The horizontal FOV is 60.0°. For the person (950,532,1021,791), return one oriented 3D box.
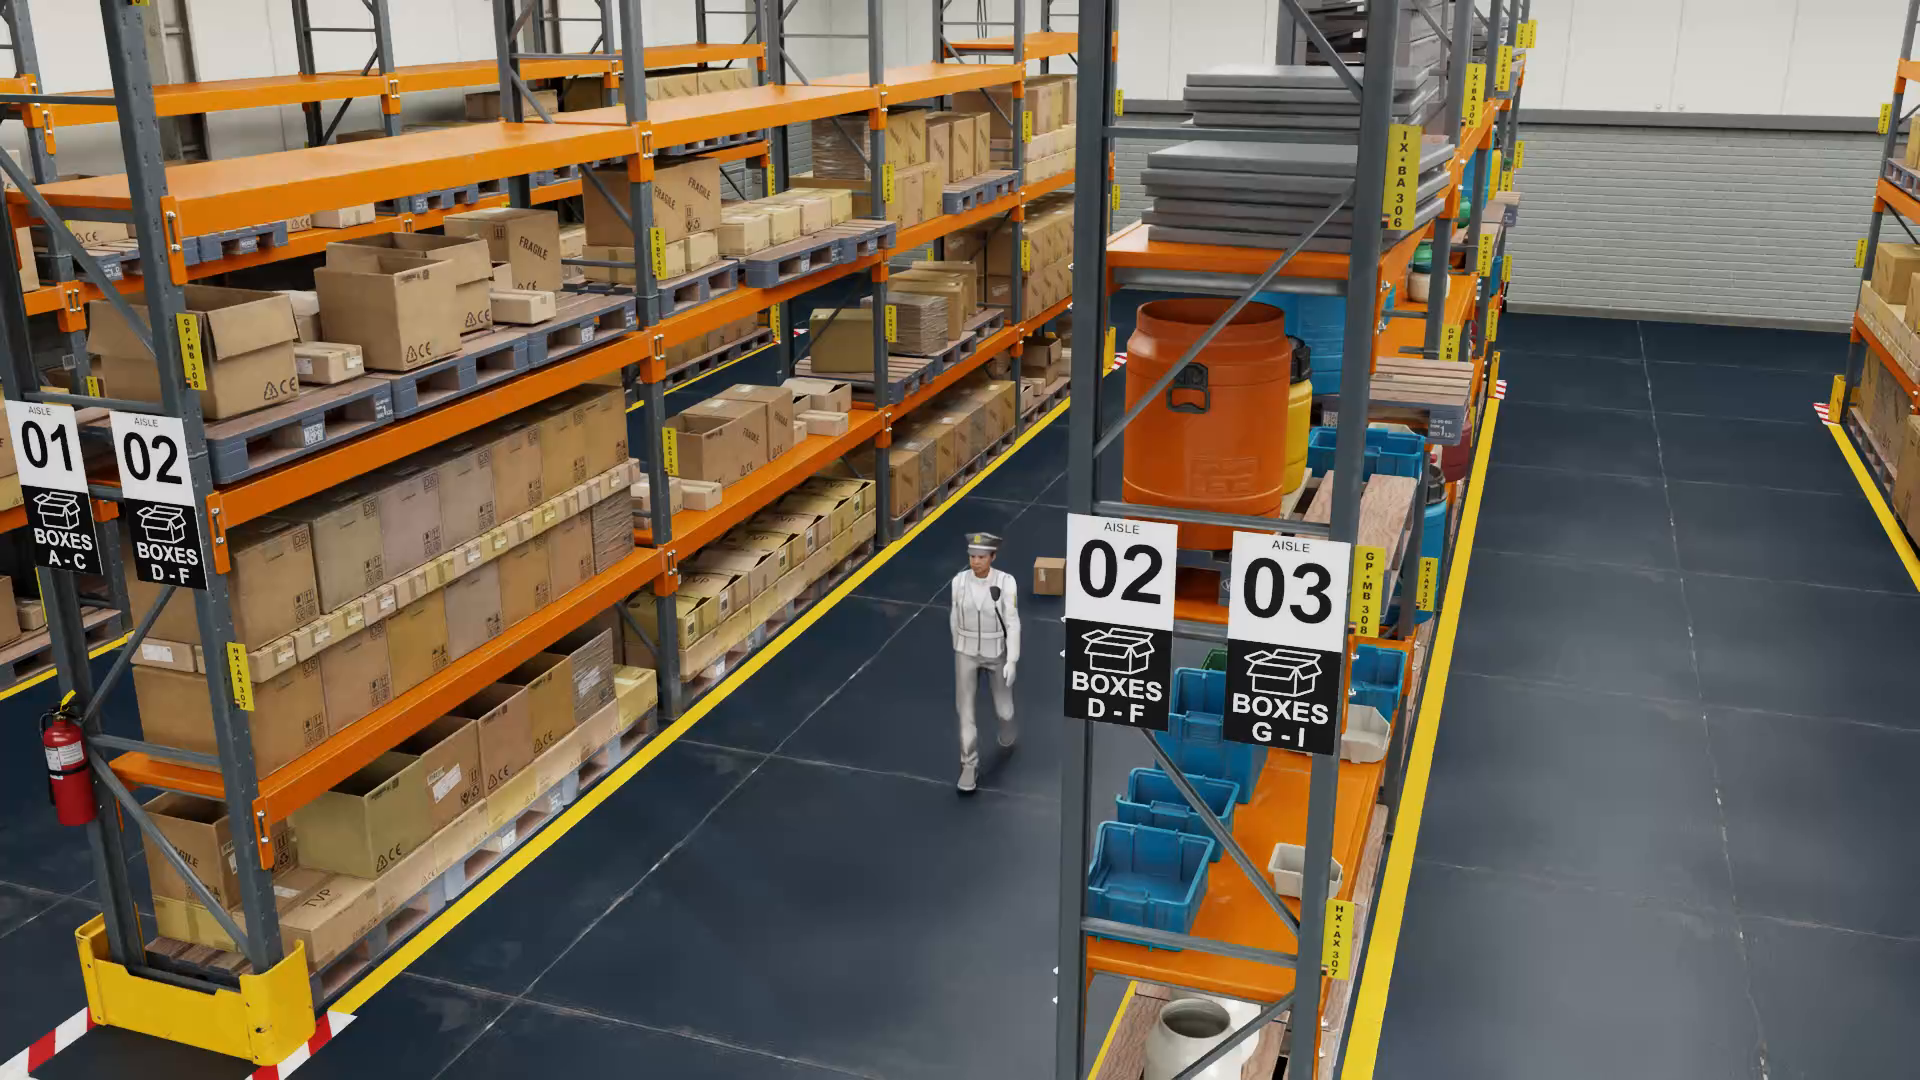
[{"bbox_3d":[0.161,0.717,10.758,0.483,1.657,0.789,3,19,9],"label":"person"}]
